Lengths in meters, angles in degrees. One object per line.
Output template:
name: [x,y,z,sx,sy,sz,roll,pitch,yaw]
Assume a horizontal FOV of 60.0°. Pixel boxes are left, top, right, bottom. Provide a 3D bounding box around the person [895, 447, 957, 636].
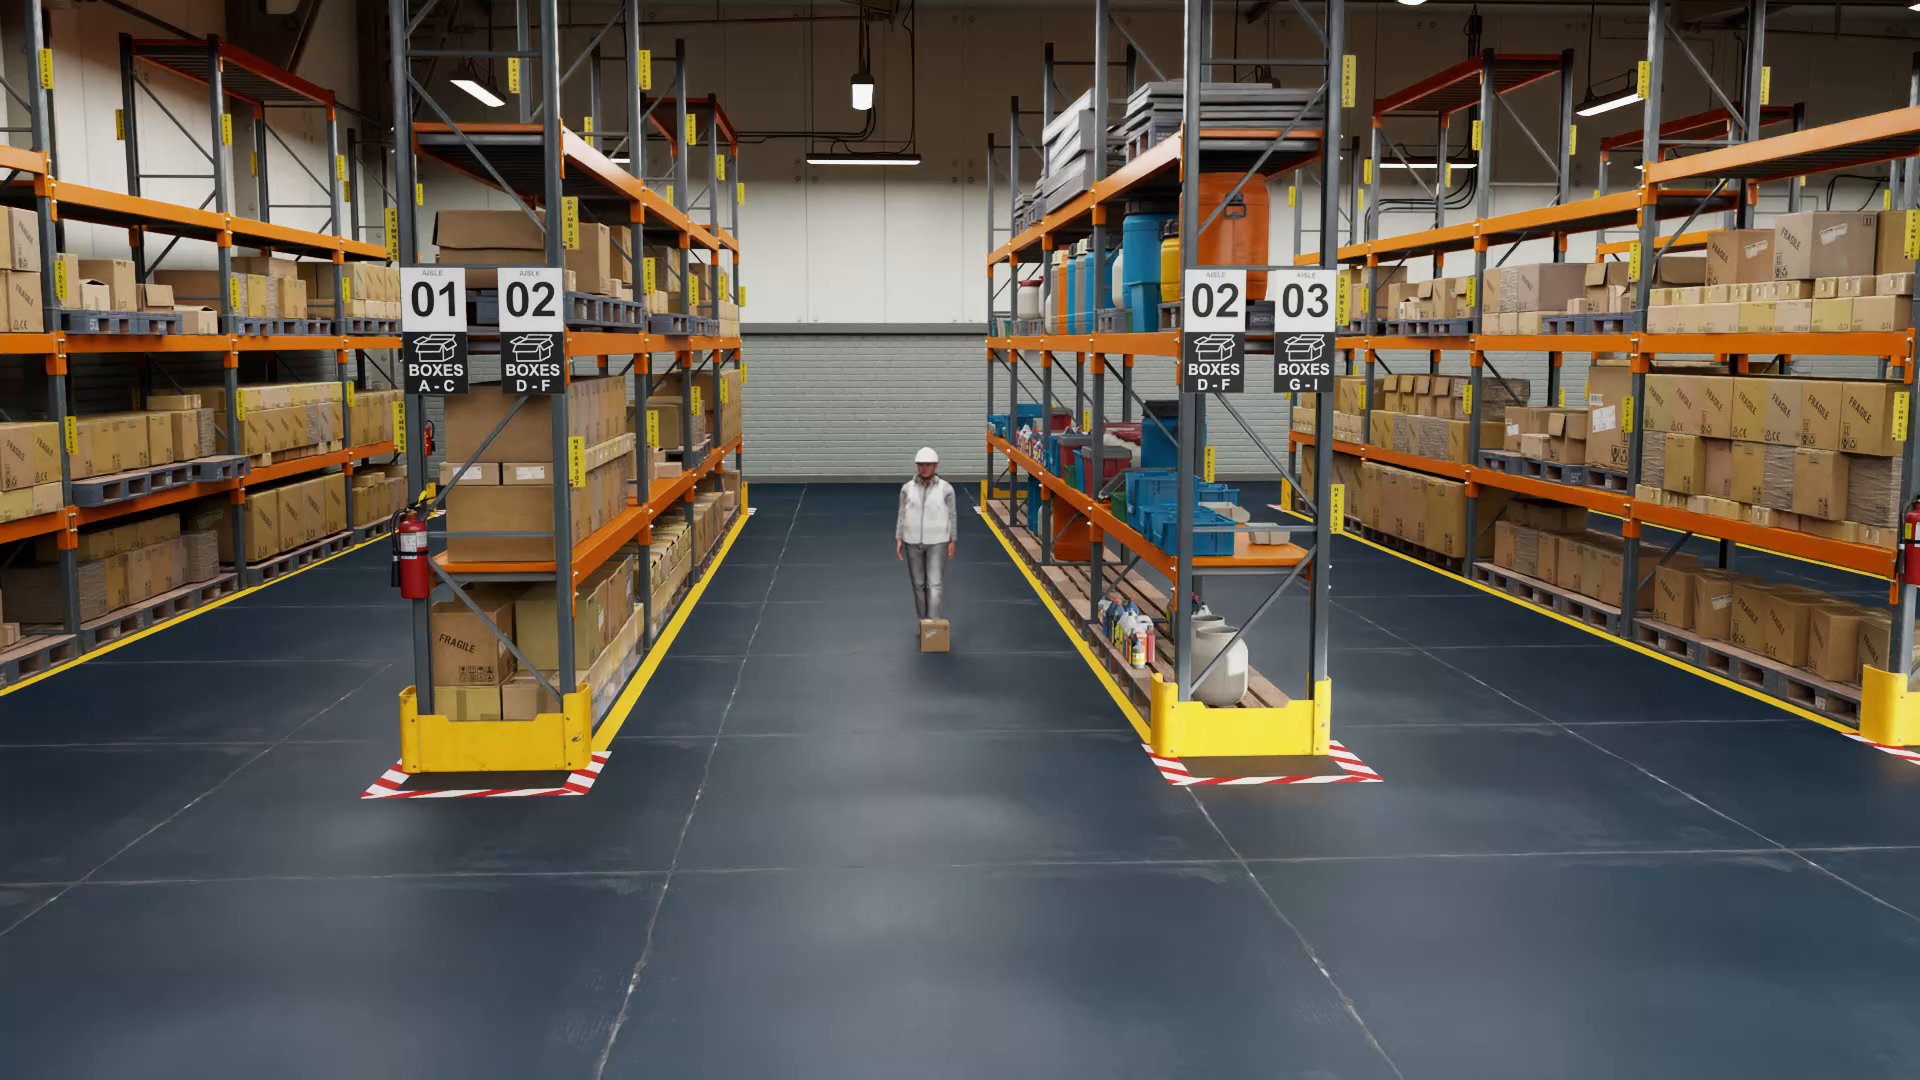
person: [-0.350,0.036,15.252,0.556,1.761,0.737,2,7,13]
